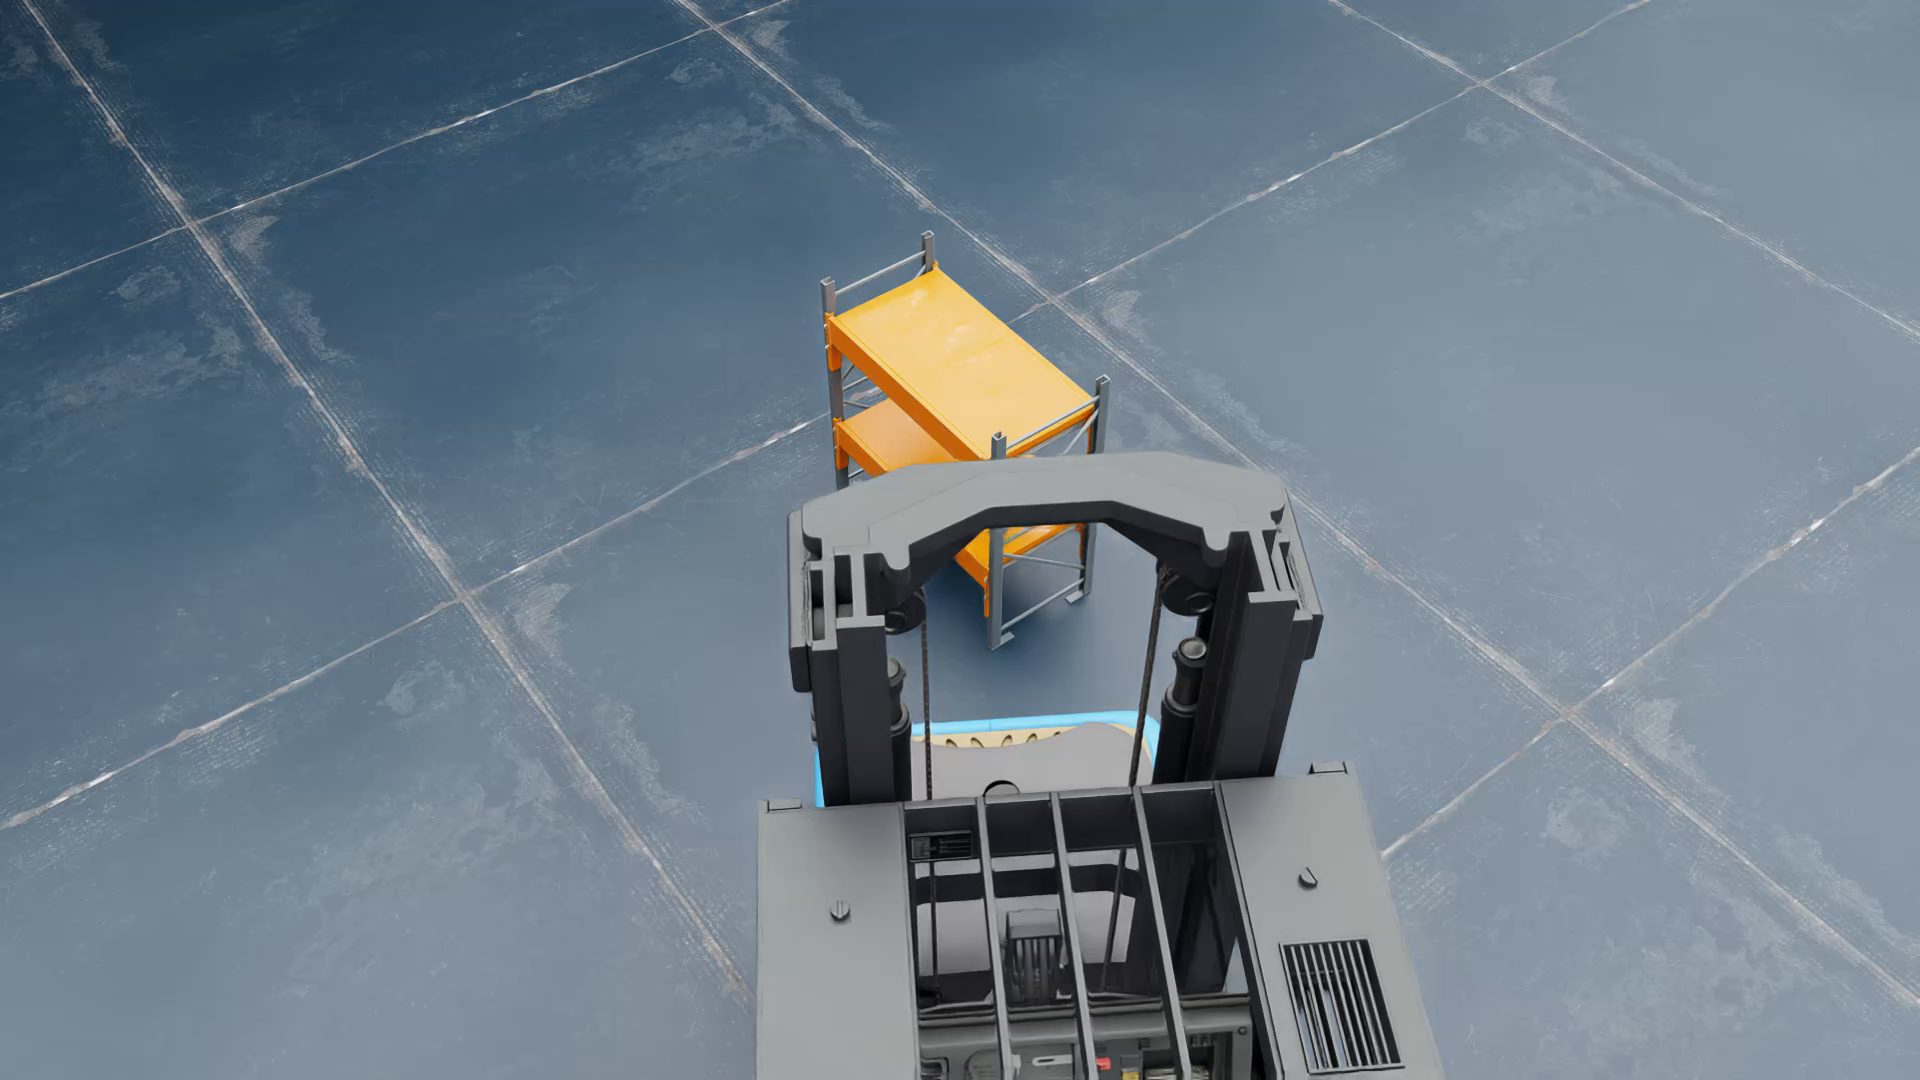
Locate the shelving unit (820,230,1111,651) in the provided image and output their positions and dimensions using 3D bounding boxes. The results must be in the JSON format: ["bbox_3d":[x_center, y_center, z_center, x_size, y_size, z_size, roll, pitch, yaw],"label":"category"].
[{"bbox_3d":[0.004,-0.374,6.328,0.538,1.125,1.048,-29,54,-24],"label":"shelving unit"}]

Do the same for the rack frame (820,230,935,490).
[{"bbox_3d":[-0.304,-0.674,6.600,0.500,1.125,0.032,-29,54,-24],"label":"rack frame"}]

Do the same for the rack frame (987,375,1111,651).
[{"bbox_3d":[0.312,-0.074,6.057,0.500,1.125,0.032,-29,54,-24],"label":"rack frame"}]

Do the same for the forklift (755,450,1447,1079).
[{"bbox_3d":[0.202,1.349,3.548,1.130,2.935,3.031,-3,48,-3],"label":"forklift"}]

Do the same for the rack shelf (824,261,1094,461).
[{"bbox_3d":[0.004,-0.570,6.112,0.538,0.278,1.000,-29,54,-24],"label":"rack shelf"}]

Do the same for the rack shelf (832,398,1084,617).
[{"bbox_3d":[0.004,-0.210,6.510,0.538,0.278,1.000,-29,54,-24],"label":"rack shelf"}]
